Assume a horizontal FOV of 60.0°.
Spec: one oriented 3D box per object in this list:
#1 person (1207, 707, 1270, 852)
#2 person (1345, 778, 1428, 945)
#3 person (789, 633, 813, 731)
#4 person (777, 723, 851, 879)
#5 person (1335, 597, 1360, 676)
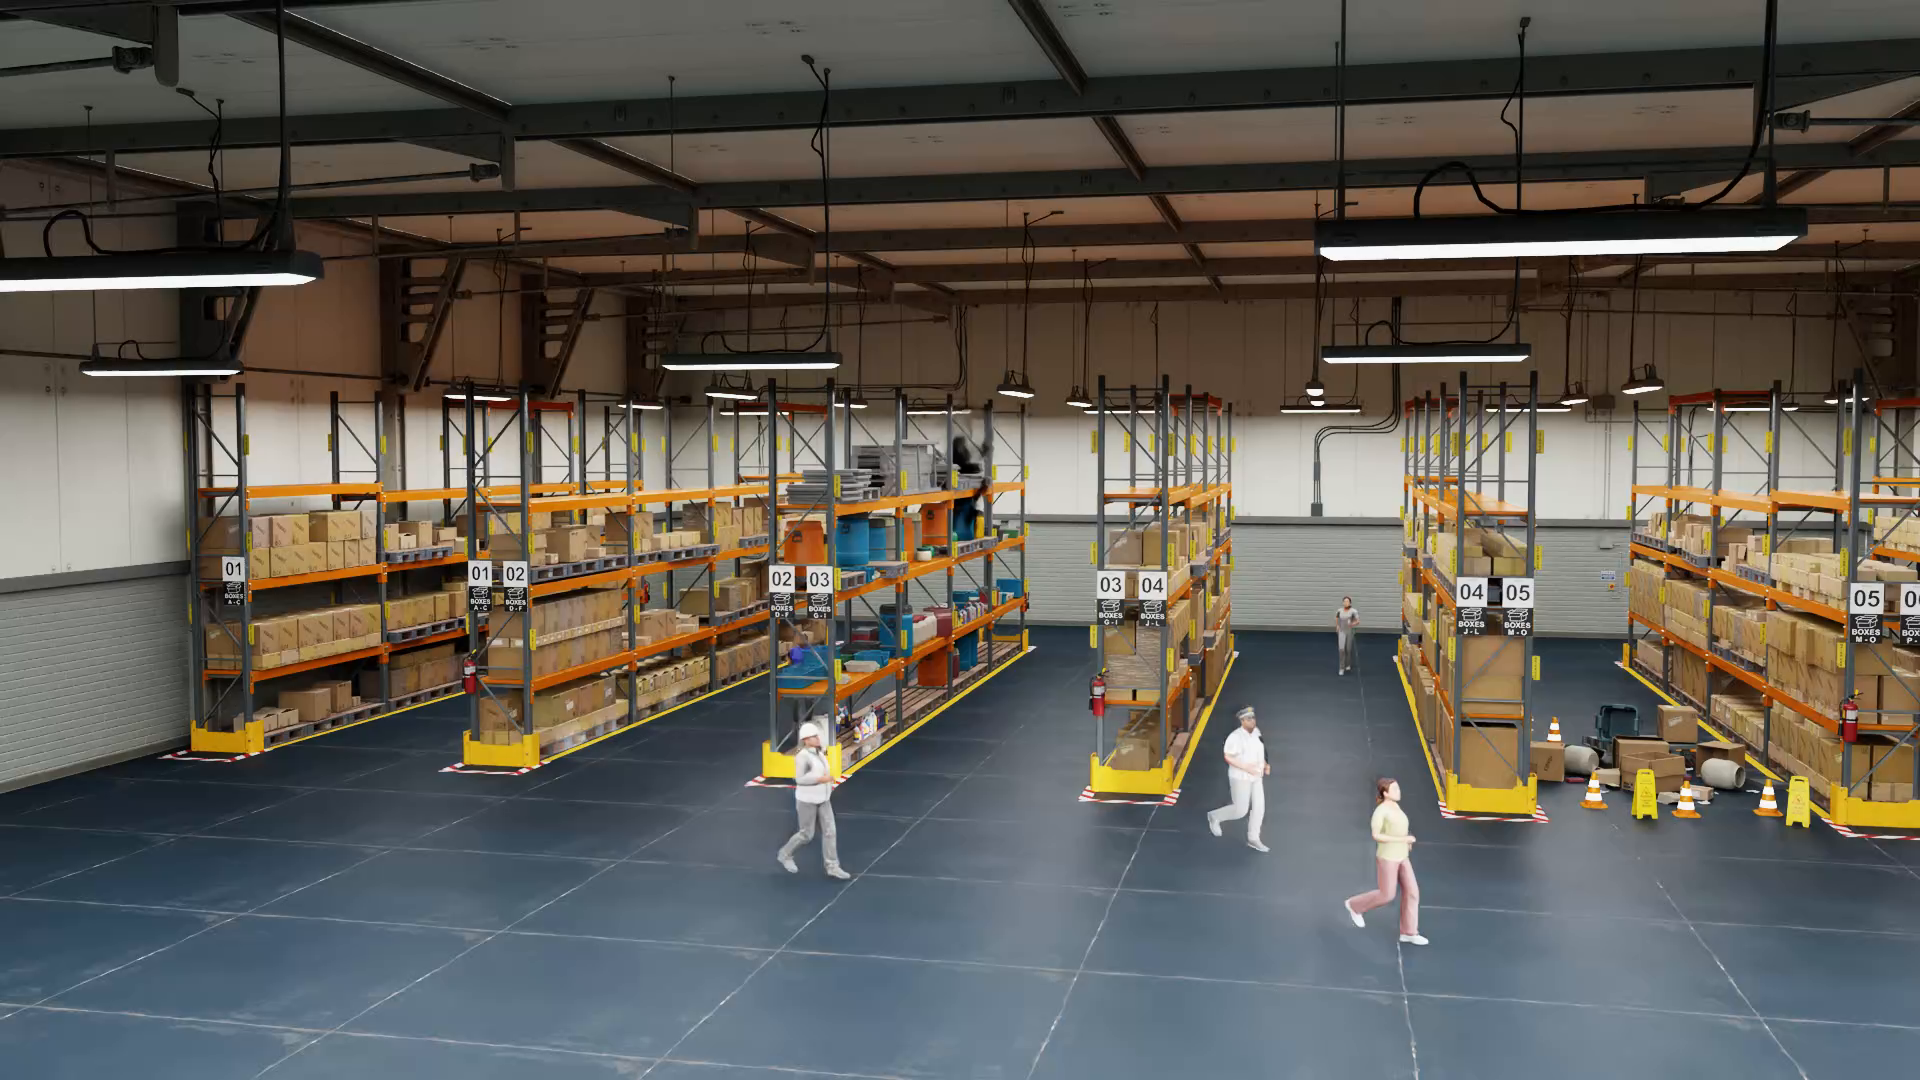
[{"bbox_3d":[3.529,2.948,20.738,0.670,1.785,0.844,-3,4,-39],"label":"person"},{"bbox_3d":[4.334,3.213,16.795,0.877,1.641,0.589,3,4,43],"label":"person"},{"bbox_3d":[-2.793,2.535,29.382,0.547,1.637,0.777,0,3,5],"label":"person"},{"bbox_3d":[-1.684,2.989,19.118,0.906,1.767,0.661,2,4,27],"label":"person"},{"bbox_3d":[8.479,2.089,36.417,0.554,1.716,0.777,1,3,17],"label":"person"}]
